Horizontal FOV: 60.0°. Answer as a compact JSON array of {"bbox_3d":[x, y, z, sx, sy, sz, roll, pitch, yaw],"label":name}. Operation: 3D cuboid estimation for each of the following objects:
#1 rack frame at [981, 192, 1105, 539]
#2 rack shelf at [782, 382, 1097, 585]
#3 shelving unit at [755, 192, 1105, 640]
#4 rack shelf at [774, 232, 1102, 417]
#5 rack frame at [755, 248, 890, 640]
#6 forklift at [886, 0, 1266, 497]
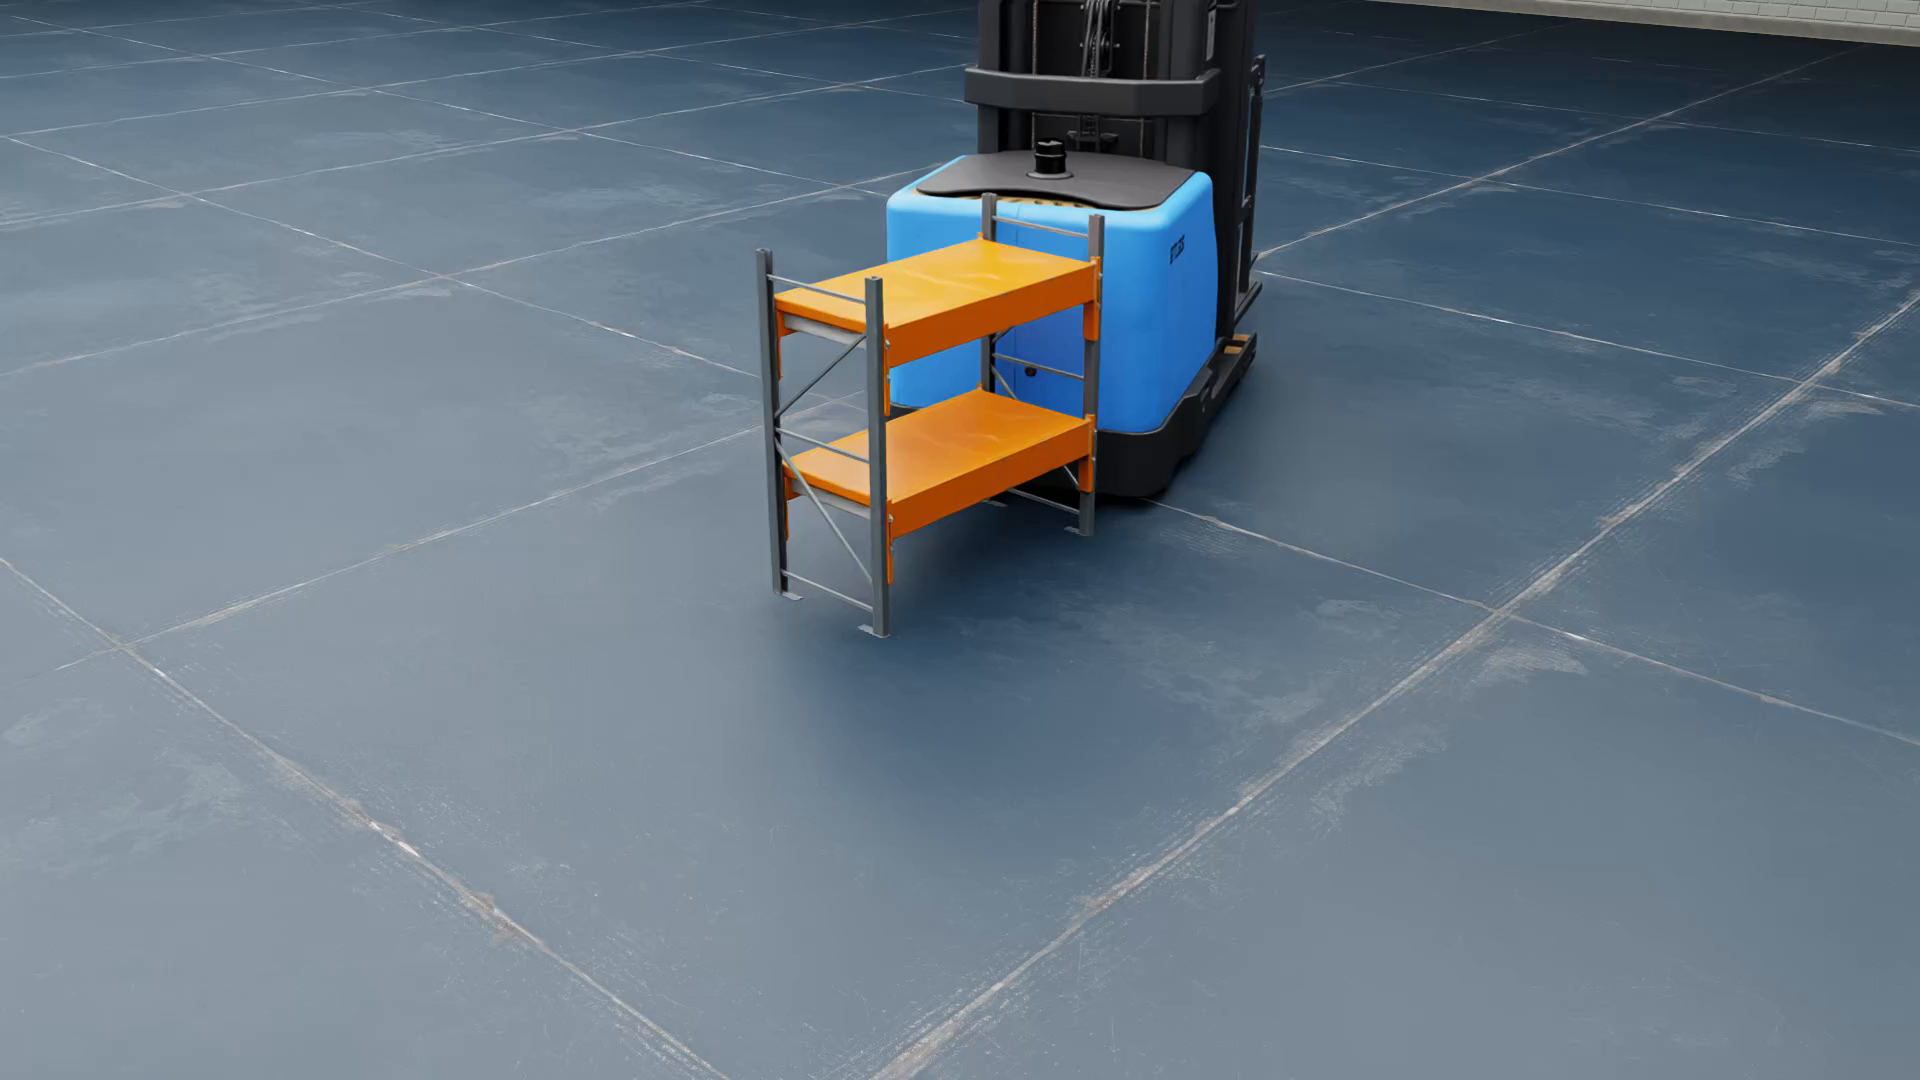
[{"bbox_3d":[0.269,-0.590,5.691,0.500,1.125,0.032,20,31,38],"label":"rack frame"},{"bbox_3d":[-0.071,-0.212,5.445,0.538,0.278,1.000,20,31,38],"label":"rack shelf"},{"bbox_3d":[-0.071,-0.435,5.345,0.538,1.125,1.048,20,31,38],"label":"shelving unit"},{"bbox_3d":[-0.071,-0.702,5.226,0.538,0.278,1.000,20,31,38],"label":"rack shelf"},{"bbox_3d":[-0.410,-0.280,5.000,0.500,1.125,0.032,20,31,38],"label":"rack frame"},{"bbox_3d":[0.693,-2.068,6.779,1.130,2.935,3.031,8,25,18],"label":"forklift"}]
